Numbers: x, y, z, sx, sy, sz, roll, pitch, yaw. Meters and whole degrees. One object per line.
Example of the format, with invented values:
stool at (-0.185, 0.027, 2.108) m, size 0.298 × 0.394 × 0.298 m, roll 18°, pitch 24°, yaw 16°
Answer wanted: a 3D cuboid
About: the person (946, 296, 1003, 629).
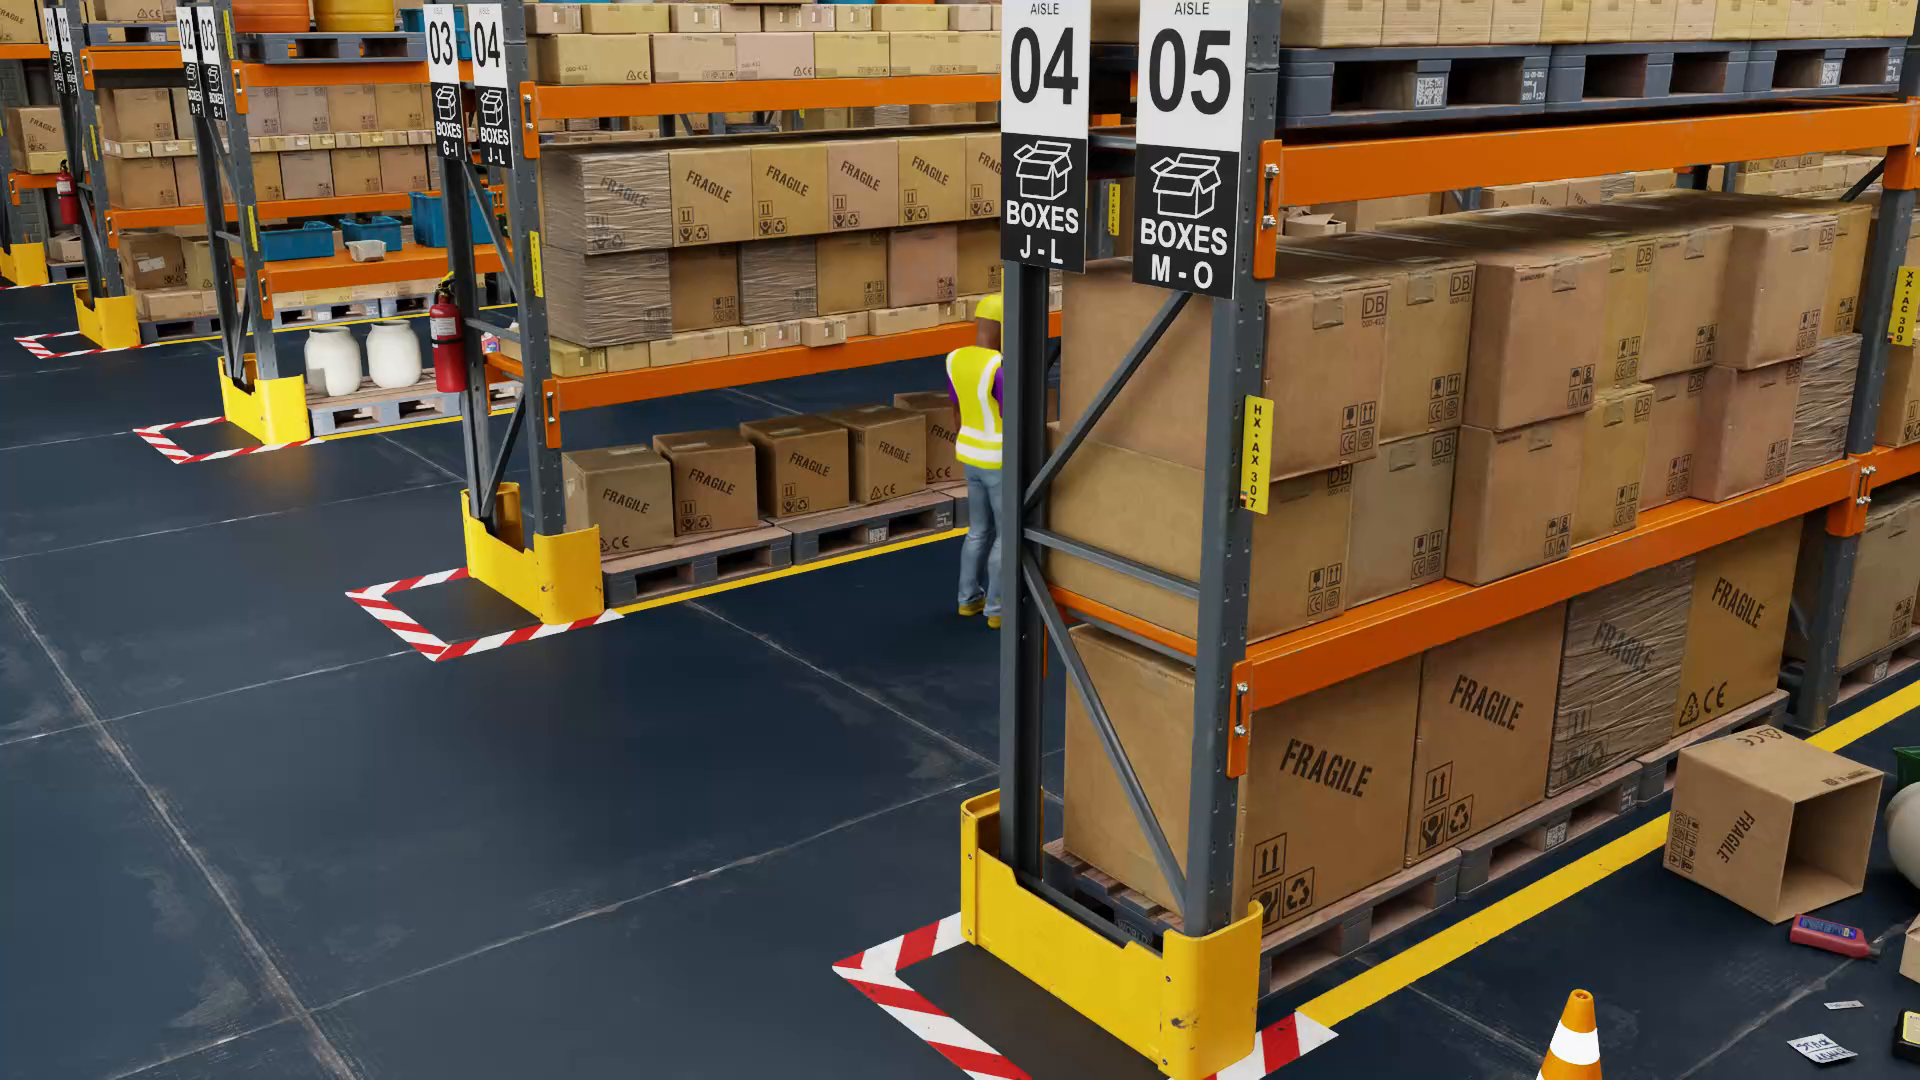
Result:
person at (0.174, -0.422, 8.866) m, size 0.384 × 1.752 × 0.573 m, roll -13°, pitch 22°, yaw -35°
